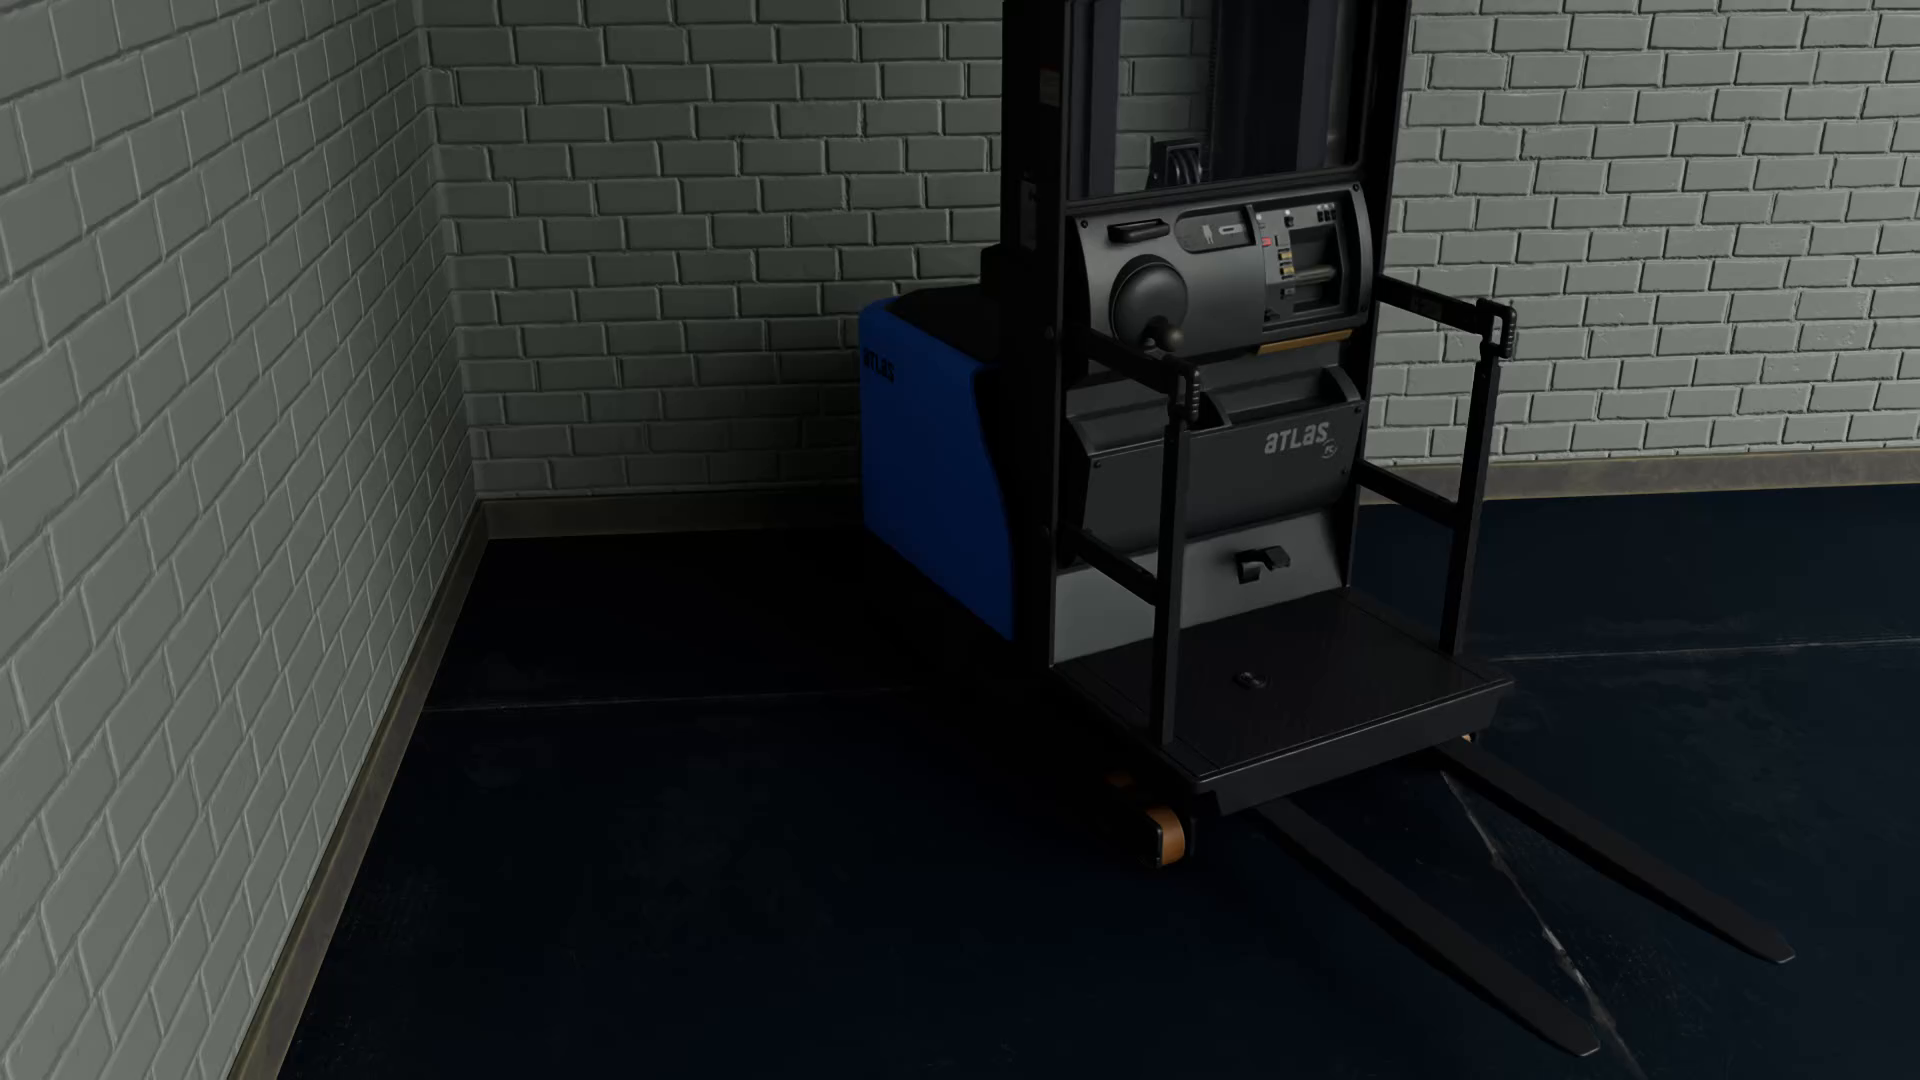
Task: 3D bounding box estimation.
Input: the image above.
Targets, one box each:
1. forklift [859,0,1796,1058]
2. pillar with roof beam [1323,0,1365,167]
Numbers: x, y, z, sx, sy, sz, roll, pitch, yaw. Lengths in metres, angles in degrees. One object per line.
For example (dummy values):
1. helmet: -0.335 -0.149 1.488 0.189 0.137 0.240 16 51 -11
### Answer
1. forklift: 0.813 -0.696 4.207 1.130 2.935 3.031 -13 27 -26
2. pillar with roof beam: 1.620 -2.446 0.675 0.400 9.000 9.100 -2 24 -5
